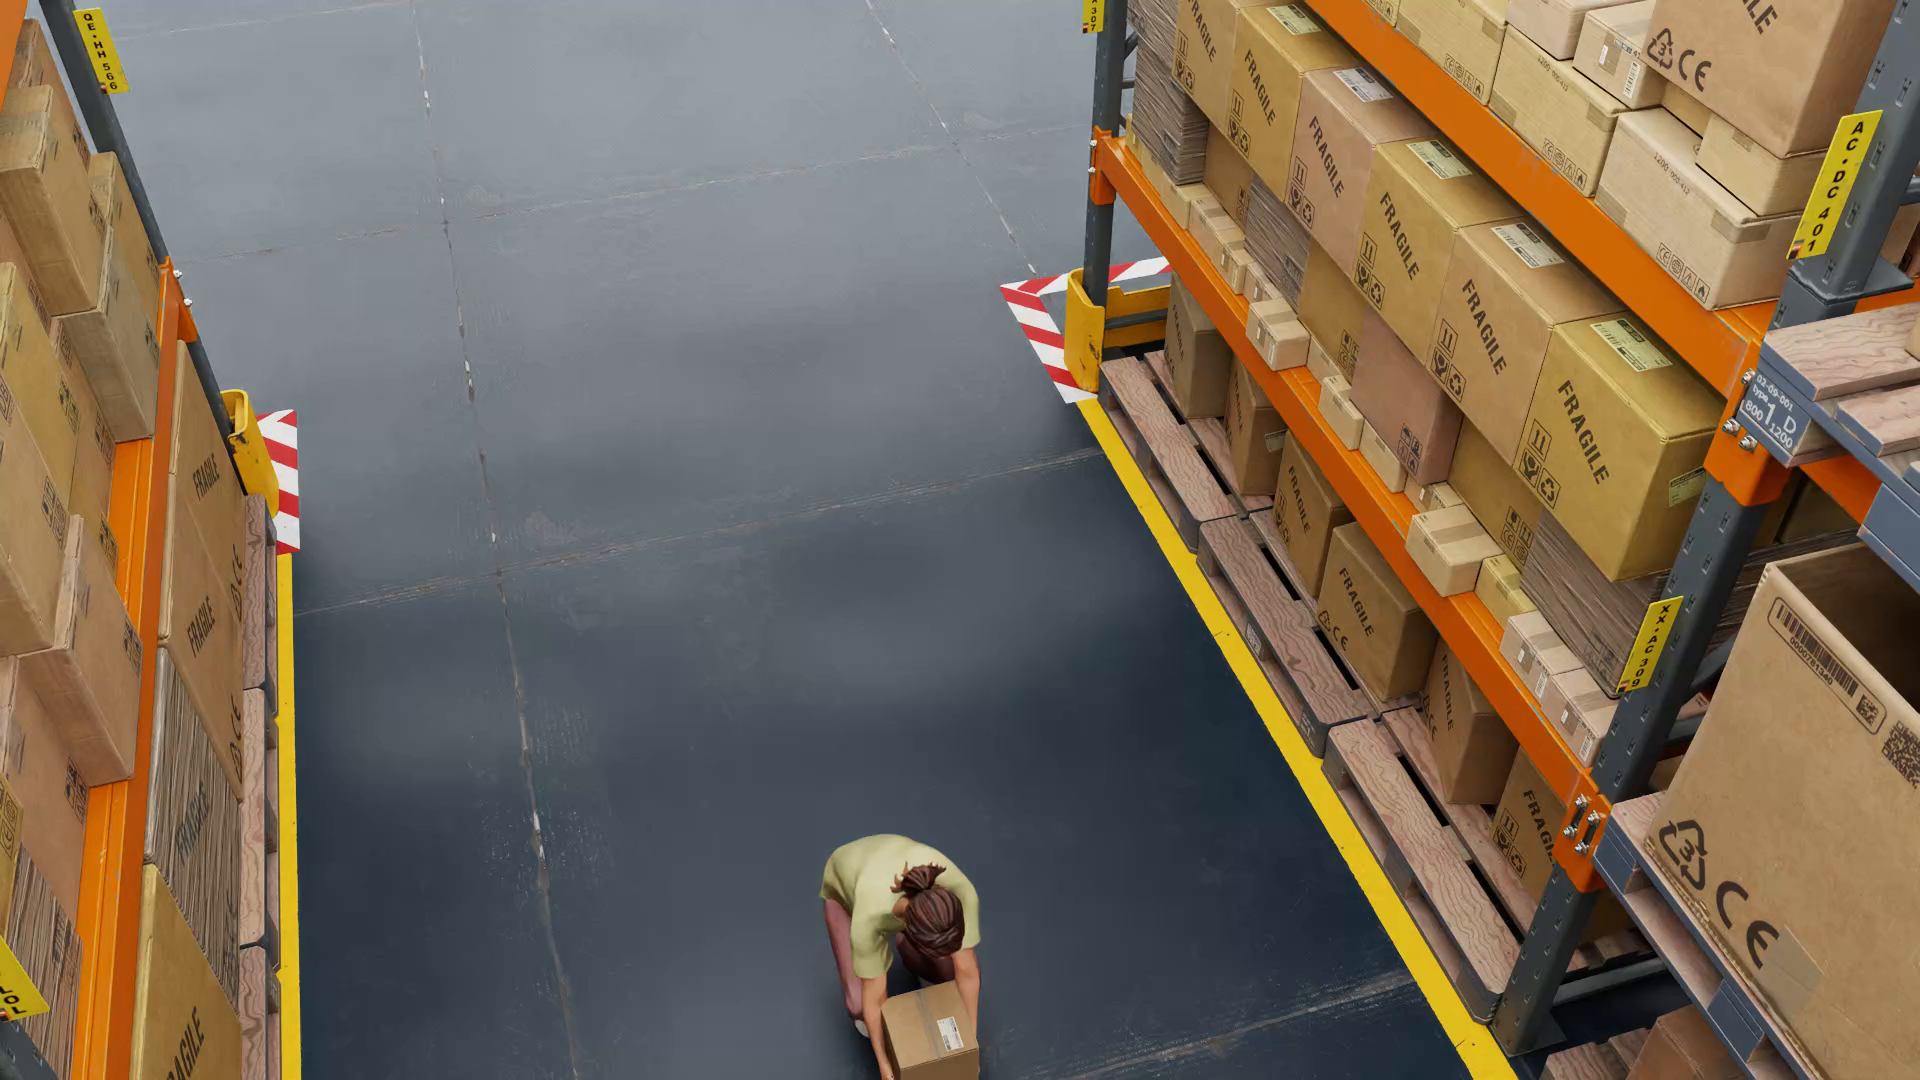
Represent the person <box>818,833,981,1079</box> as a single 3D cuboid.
[{"bbox_3d":[-0.181,1.267,5.323,0.460,0.943,0.807,-13,44,-14],"label":"person"}]
